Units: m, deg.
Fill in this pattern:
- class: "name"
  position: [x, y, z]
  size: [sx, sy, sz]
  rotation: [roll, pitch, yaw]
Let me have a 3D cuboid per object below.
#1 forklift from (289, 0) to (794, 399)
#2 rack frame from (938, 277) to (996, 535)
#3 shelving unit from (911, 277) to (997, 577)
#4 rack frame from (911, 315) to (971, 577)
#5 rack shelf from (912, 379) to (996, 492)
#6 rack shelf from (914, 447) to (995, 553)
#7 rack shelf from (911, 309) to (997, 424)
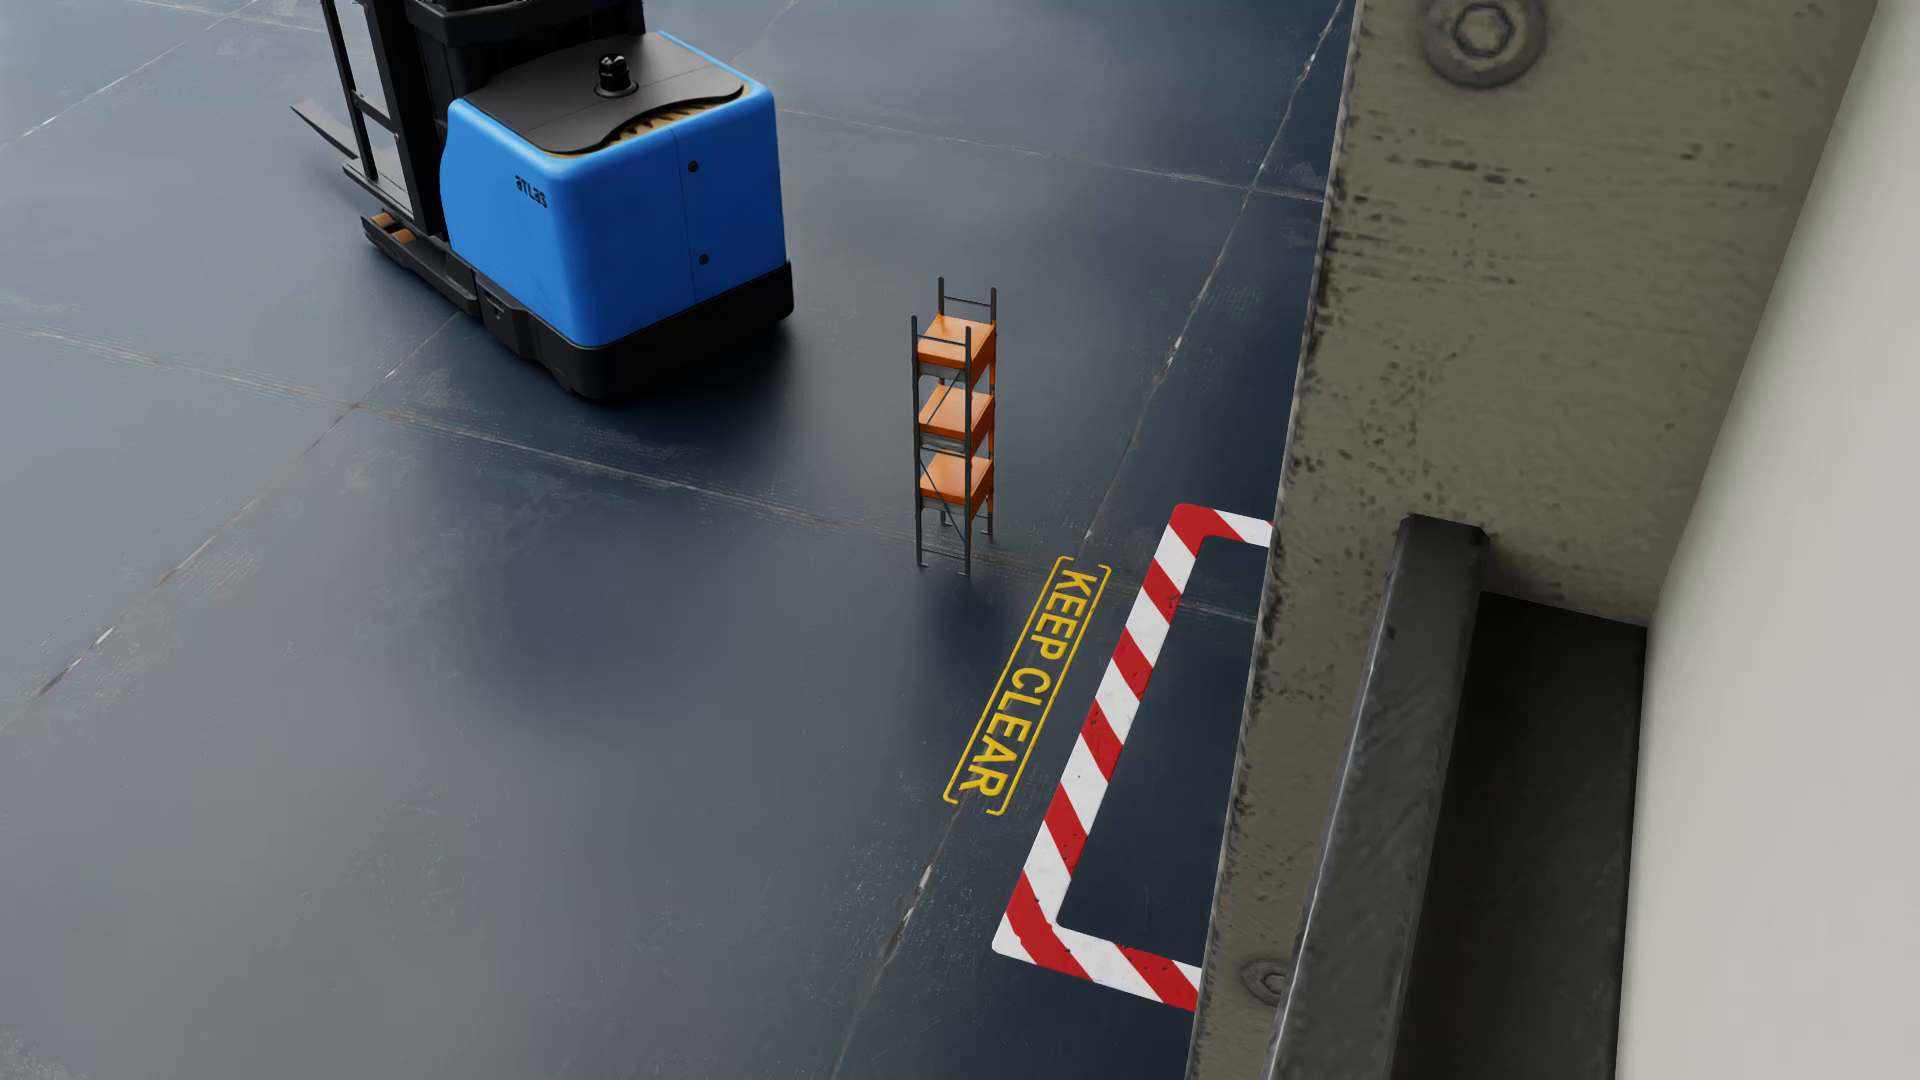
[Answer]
- class: "forklift"
  position: [-2.073, -2.546, 6.788]
  size: [1.130, 2.935, 3.031]
  rotation: [-31, 49, -31]
- class: "rack frame"
  position: [0.023, -0.441, 5.770]
  size: [0.200, 1.050, 0.008]
  rotation: [13, 42, 15]
- class: "shelving unit"
  position: [-0.018, -0.367, 5.683]
  size: [0.215, 1.050, 0.252]
  rotation: [13, 42, 15]
- class: "rack frame"
  position: [-0.060, -0.292, 5.595]
  size: [0.200, 1.050, 0.008]
  rotation: [13, 42, 15]
- class: "rack shelf"
  position: [-0.018, -0.359, 5.689]
  size: [0.215, 0.259, 0.240]
  rotation: [13, 42, 15]
- class: "rack shelf"
  position: [-0.018, -0.147, 5.870]
  size: [0.215, 0.259, 0.240]
  rotation: [13, 42, 15]
- class: "rack shelf"
  position: [-0.018, -0.575, 5.505]
  size: [0.215, 0.259, 0.240]
  rotation: [13, 42, 15]
